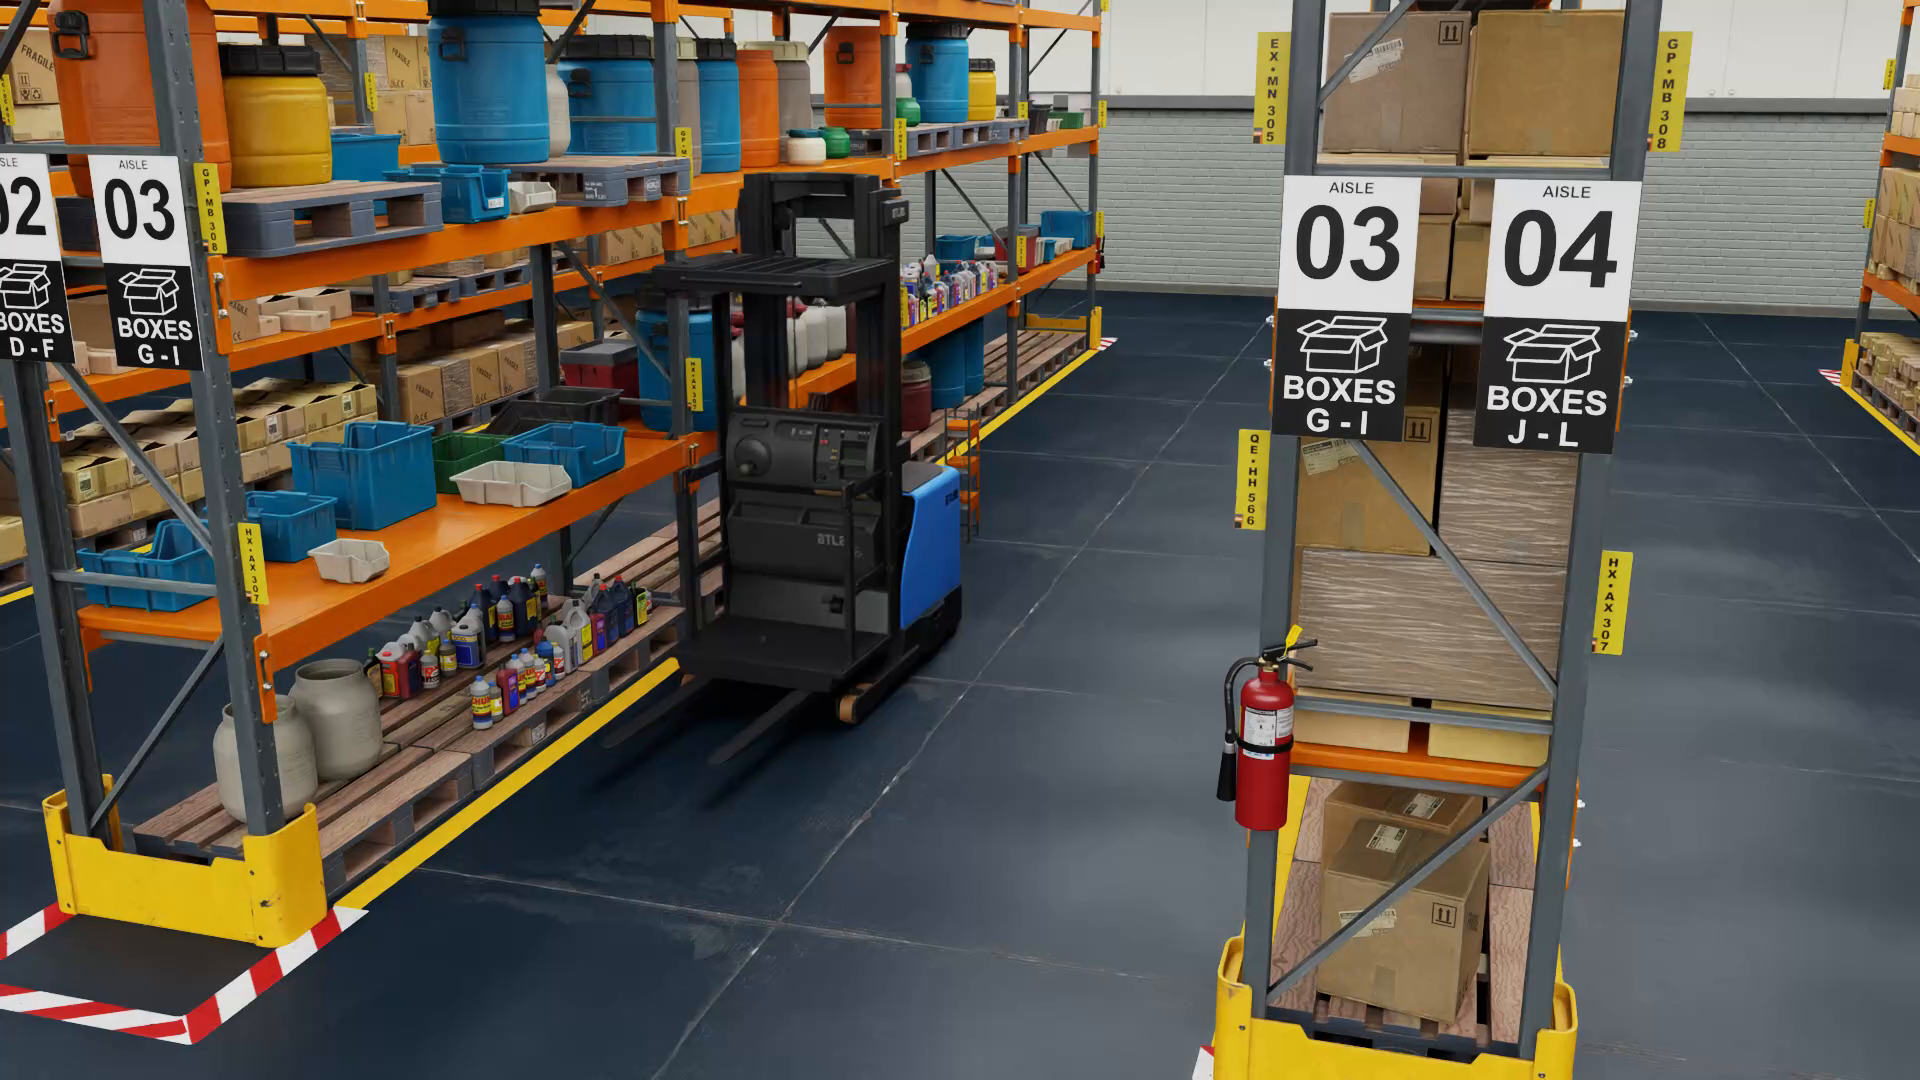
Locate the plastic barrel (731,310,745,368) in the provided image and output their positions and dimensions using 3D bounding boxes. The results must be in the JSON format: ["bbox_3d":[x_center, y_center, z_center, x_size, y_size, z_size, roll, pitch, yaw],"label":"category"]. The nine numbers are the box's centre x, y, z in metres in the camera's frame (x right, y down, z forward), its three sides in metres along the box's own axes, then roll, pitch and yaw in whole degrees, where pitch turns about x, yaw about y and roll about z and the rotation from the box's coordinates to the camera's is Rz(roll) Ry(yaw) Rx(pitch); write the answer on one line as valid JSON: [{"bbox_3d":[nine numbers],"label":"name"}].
[{"bbox_3d":[-1.461,-1.355,11.860,0.433,0.535,0.433,0,16,0],"label":"plastic barrel"}]

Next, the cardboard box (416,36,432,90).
[{"bbox_3d":[-5.343,-4.649,16.209,0.500,0.500,0.500,5,16,16],"label":"cardboard box"}]

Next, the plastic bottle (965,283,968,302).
[{"bbox_3d":[0.028,-2.438,16.293,0.097,0.201,0.097,0,16,0],"label":"plastic bottle"}]

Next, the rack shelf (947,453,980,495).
[{"bbox_3d":[0.015,-0.509,12.738,0.215,0.259,0.240,5,16,16],"label":"rack shelf"}]

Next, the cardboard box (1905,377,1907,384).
[{"bbox_3d":[9.938,-1.647,17.050,0.380,0.149,0.250,5,17,18],"label":"cardboard box"}]

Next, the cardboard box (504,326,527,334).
[{"bbox_3d":[-5.138,-2.103,18.523,0.500,0.500,0.500,5,17,17],"label":"cardboard box"}]

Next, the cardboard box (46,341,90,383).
[{"bbox_3d":[-6.801,-1.309,12.224,0.500,0.250,0.500,6,17,19],"label":"cardboard box"}]

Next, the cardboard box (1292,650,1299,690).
[{"bbox_3d":[1.437,0.462,6.165,0.380,0.149,0.250,5,16,16],"label":"cardboard box"}]

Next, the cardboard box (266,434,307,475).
[{"bbox_3d":[-5.967,-0.752,14.253,0.500,0.250,0.500,5,17,17],"label":"cardboard box"}]

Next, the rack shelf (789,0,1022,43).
[{"bbox_3d":[-0.446,-4.782,15.248,1.077,0.370,4.000,5,16,16],"label":"rack shelf"}]

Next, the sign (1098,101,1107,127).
[{"bbox_3d":[1.791,-5.358,20.918,0.100,0.325,0.005,5,16,16],"label":"sign"}]

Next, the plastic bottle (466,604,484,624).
[{"bbox_3d":[-2.838,0.506,9.741,0.097,0.271,0.097,0,16,0],"label":"plastic bottle"}]

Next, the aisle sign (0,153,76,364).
[{"bbox_3d":[-3.593,-1.073,6.350,0.394,0.787,0.004,5,16,16],"label":"aisle sign"}]

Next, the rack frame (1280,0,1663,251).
[{"bbox_3d":[1.461,-2.320,4.517,1.000,3.000,0.127,5,16,16],"label":"rack frame"}]

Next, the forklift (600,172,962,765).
[{"bbox_3d":[-0.974,-0.516,9.278,1.130,2.935,3.031,6,17,19],"label":"forklift"}]

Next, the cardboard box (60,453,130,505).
[{"bbox_3d":[-6.543,-0.487,12.292,0.500,0.311,0.500,5,16,16],"label":"cardboard box"}]

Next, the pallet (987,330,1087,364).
[{"bbox_3d":[0.987,-2.450,21.079,1.003,0.211,1.213,5,16,16],"label":"pallet"}]

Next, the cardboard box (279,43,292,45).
[{"bbox_3d":[-8.765,-6.007,20.962,0.500,0.500,0.500,4,16,15],"label":"cardboard box"}]

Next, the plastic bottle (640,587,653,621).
[{"bbox_3d":[-1.955,0.389,10.282,0.097,0.201,0.097,0,16,0],"label":"plastic bottle"}]

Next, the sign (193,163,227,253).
[{"bbox_3d":[-2.762,-1.221,6.125,0.100,0.325,0.005,5,16,16],"label":"sign"}]

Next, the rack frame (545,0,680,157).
[{"bbox_3d":[-2.151,-3.750,9.561,1.000,3.000,0.127,5,16,16],"label":"rack frame"}]

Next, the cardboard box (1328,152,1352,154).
[{"bbox_3d":[1.617,-1.433,6.432,0.380,0.149,0.250,4,16,13],"label":"cardboard box"}]

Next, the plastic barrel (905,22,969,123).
[{"bbox_3d":[-0.216,-4.385,15.608,0.600,0.901,0.708,5,16,16],"label":"plastic barrel"}]

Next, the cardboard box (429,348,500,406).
[{"bbox_3d":[-5.068,-1.670,16.995,0.500,0.500,0.500,4,16,15],"label":"cardboard box"}]

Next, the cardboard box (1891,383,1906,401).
[{"bbox_3d":[9.852,-1.521,17.150,0.380,0.149,0.250,5,16,16],"label":"cardboard box"}]

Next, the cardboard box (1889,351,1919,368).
[{"bbox_3d":[9.905,-1.869,17.286,0.380,0.149,0.250,5,17,17],"label":"cardboard box"}]

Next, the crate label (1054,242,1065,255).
[{"bbox_3d":[1.049,-3.529,20.147,0.396,0.136,0.243,5,16,16],"label":"crate label"}]

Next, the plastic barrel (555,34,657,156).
[{"bbox_3d":[-2.215,-2.698,10.430,0.600,0.901,0.708,5,16,16],"label":"plastic barrel"}]

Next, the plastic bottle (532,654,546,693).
[{"bbox_3d":[-2.320,0.725,9.099,0.097,0.201,0.097,0,16,0],"label":"plastic bottle"}]

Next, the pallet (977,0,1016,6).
[{"bbox_3d":[-0.083,-5.341,16.249,1.003,0.211,1.213,5,16,16],"label":"pallet"}]

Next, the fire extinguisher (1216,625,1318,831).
[{"bbox_3d":[0.986,0.598,5.367,0.296,0.674,0.183,5,16,16],"label":"fire extinguisher"}]

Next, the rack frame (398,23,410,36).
[{"bbox_3d":[-8.240,-7.658,23.338,1.000,3.000,0.127,5,16,16],"label":"rack frame"}]

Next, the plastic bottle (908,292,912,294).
[{"bbox_3d":[-0.449,-2.091,14.940,0.097,0.271,0.097,0,16,0],"label":"plastic bottle"}]

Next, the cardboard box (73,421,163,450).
[{"bbox_3d":[-6.773,-0.794,13.372,0.500,0.311,0.500,5,16,16],"label":"cardboard box"}]

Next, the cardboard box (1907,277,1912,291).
[{"bbox_3d":[9.934,-2.616,17.017,0.380,0.149,0.250,5,17,18],"label":"cardboard box"}]

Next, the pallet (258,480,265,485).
[{"bbox_3d":[-6.034,-0.742,15.059,1.003,0.211,1.213,5,16,16],"label":"pallet"}]

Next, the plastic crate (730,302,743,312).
[{"bbox_3d":[-1.767,-1.543,12.654,0.402,0.464,0.583,5,16,16],"label":"plastic crate"}]

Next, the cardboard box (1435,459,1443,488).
[{"bbox_3d":[1.854,-0.034,6.725,0.875,0.500,0.500,5,16,16],"label":"cardboard box"}]

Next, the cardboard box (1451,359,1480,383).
[{"bbox_3d":[2.027,-0.359,6.037,0.500,0.500,0.500,5,16,16],"label":"cardboard box"}]

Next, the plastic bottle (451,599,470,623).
[{"bbox_3d":[-2.919,0.499,9.744,0.061,0.283,0.133,5,17,18],"label":"plastic bottle"}]

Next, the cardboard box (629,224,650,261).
[{"bbox_3d":[-4.077,-3.637,19.972,0.500,0.500,0.500,5,17,17],"label":"cardboard box"}]

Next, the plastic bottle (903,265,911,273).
[{"bbox_3d":[-0.538,-2.680,17.017,0.097,0.271,0.097,0,16,0],"label":"plastic bottle"}]

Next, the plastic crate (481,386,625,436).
[{"bbox_3d":[-2.422,-0.707,9.940,0.767,0.338,0.504,5,16,16],"label":"plastic crate"}]

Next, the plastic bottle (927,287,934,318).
[{"bbox_3d":[-0.287,-2.182,15.260,0.097,0.271,0.097,0,16,0],"label":"plastic bottle"}]

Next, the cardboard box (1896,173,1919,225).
[{"bbox_3d":[10.046,-3.517,17.172,0.500,0.500,0.500,4,16,15],"label":"cardboard box"}]

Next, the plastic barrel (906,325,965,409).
[{"bbox_3d":[-0.250,-1.824,16.837,0.600,0.901,0.708,5,16,16],"label":"plastic barrel"}]

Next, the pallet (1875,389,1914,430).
[{"bbox_3d":[10.100,-1.319,17.094,1.003,0.211,1.213,5,16,16],"label":"pallet"}]

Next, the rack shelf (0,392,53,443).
[{"bbox_3d":[-7.468,-0.380,9.991,1.077,0.370,4.000,5,16,16],"label":"rack shelf"}]

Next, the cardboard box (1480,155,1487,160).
[{"bbox_3d":[2.163,-1.388,6.274,0.380,0.149,0.250,4,16,13],"label":"cardboard box"}]

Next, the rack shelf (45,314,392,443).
[{"bbox_3d":[-6.331,-1.427,13.680,1.077,0.370,4.000,5,16,16],"label":"rack shelf"}]

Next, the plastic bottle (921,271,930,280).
[{"bbox_3d":[-0.354,-2.670,17.109,0.097,0.201,0.097,0,16,0],"label":"plastic bottle"}]

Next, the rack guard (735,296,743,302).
[{"bbox_3d":[-3.511,-3.166,23.077,1.175,0.500,0.348,5,16,16],"label":"rack guard"}]

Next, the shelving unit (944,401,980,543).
[{"bbox_3d":[0.015,-0.519,12.735,0.215,1.050,0.252,5,16,16],"label":"shelving unit"}]

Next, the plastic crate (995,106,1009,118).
[{"bbox_3d":[0.333,-4.834,19.095,0.437,0.282,0.530,5,16,16],"label":"plastic crate"}]
